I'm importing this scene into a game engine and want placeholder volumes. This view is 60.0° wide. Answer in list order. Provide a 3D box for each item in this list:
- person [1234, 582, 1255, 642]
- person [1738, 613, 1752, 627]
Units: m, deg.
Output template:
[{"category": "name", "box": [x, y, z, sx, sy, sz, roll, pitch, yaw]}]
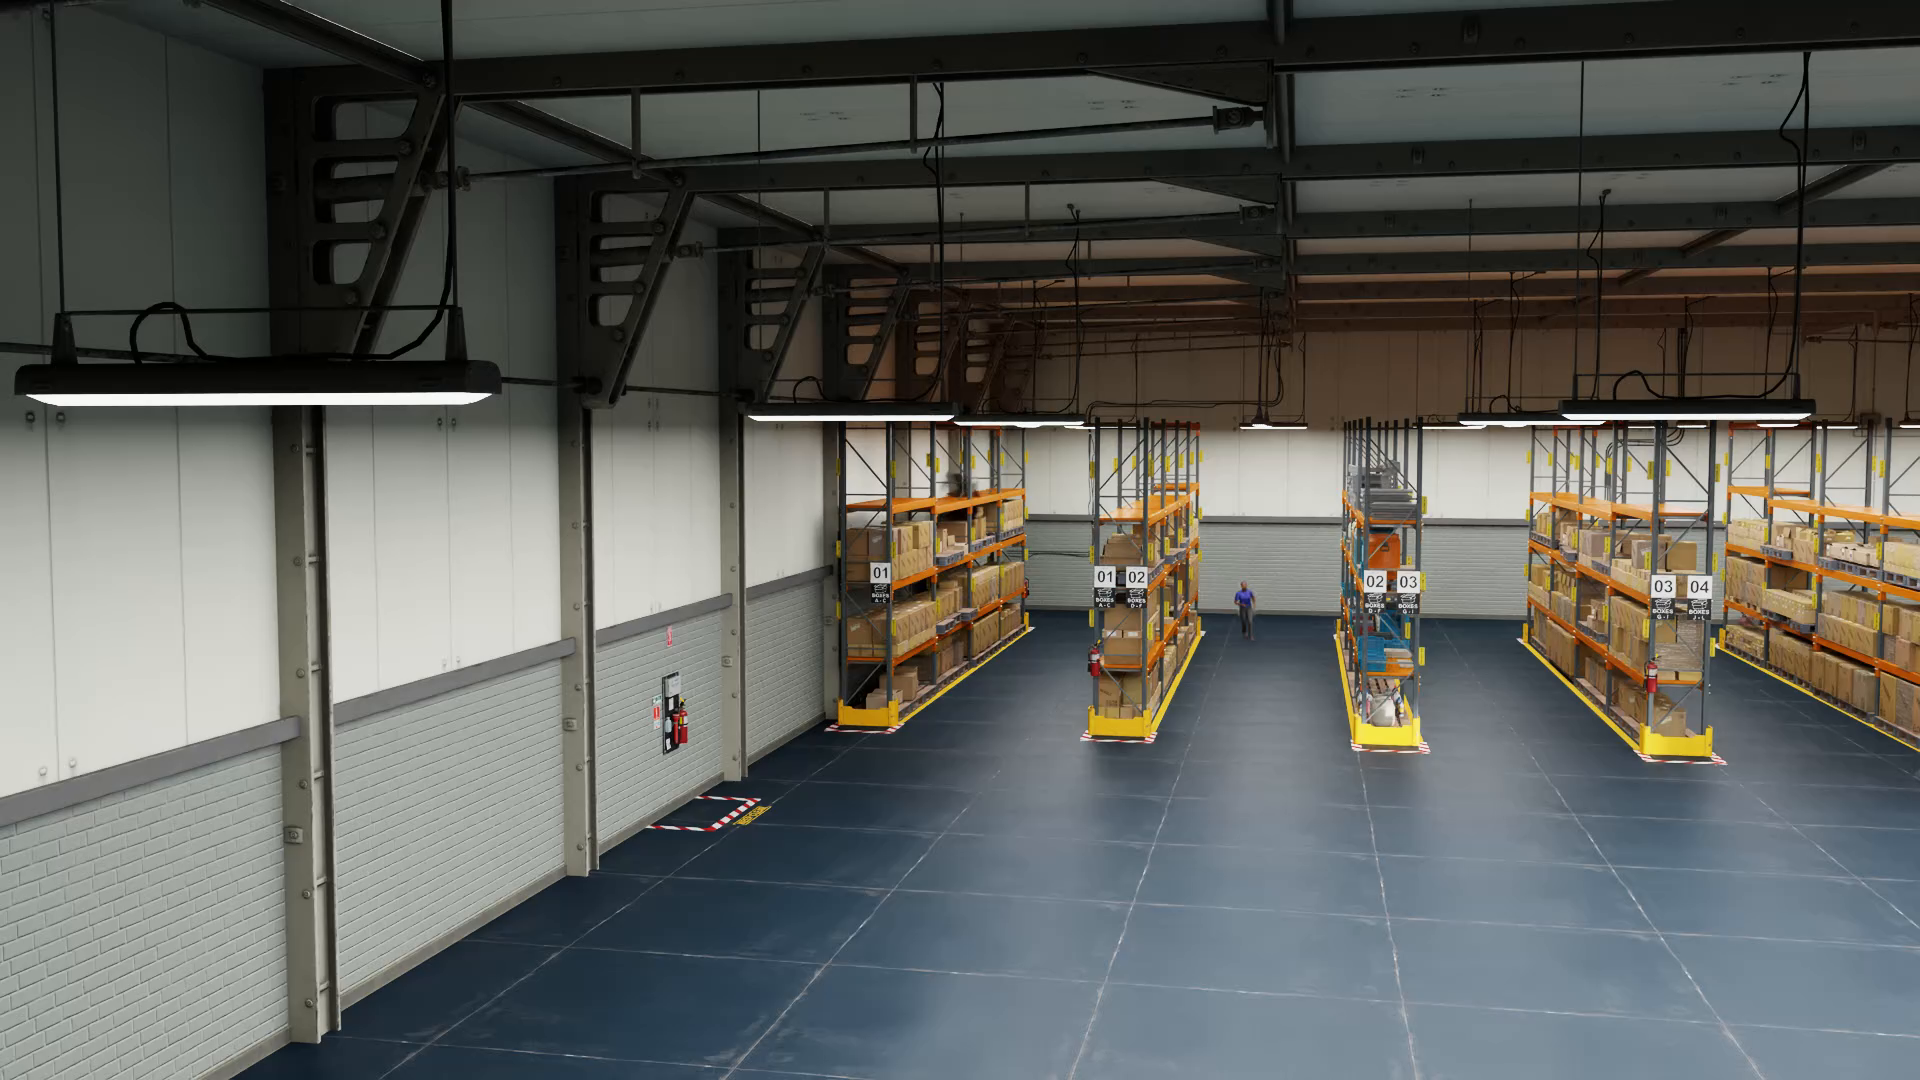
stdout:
[{"category": "person", "box": [7.827, 1.946, 45.687, 0.618, 1.616, 0.875, 0, 4, -3]}, {"category": "person", "box": [21.411, 1.964, 45.159, 0.656, 1.666, 0.568, 0, 4, 2]}]
